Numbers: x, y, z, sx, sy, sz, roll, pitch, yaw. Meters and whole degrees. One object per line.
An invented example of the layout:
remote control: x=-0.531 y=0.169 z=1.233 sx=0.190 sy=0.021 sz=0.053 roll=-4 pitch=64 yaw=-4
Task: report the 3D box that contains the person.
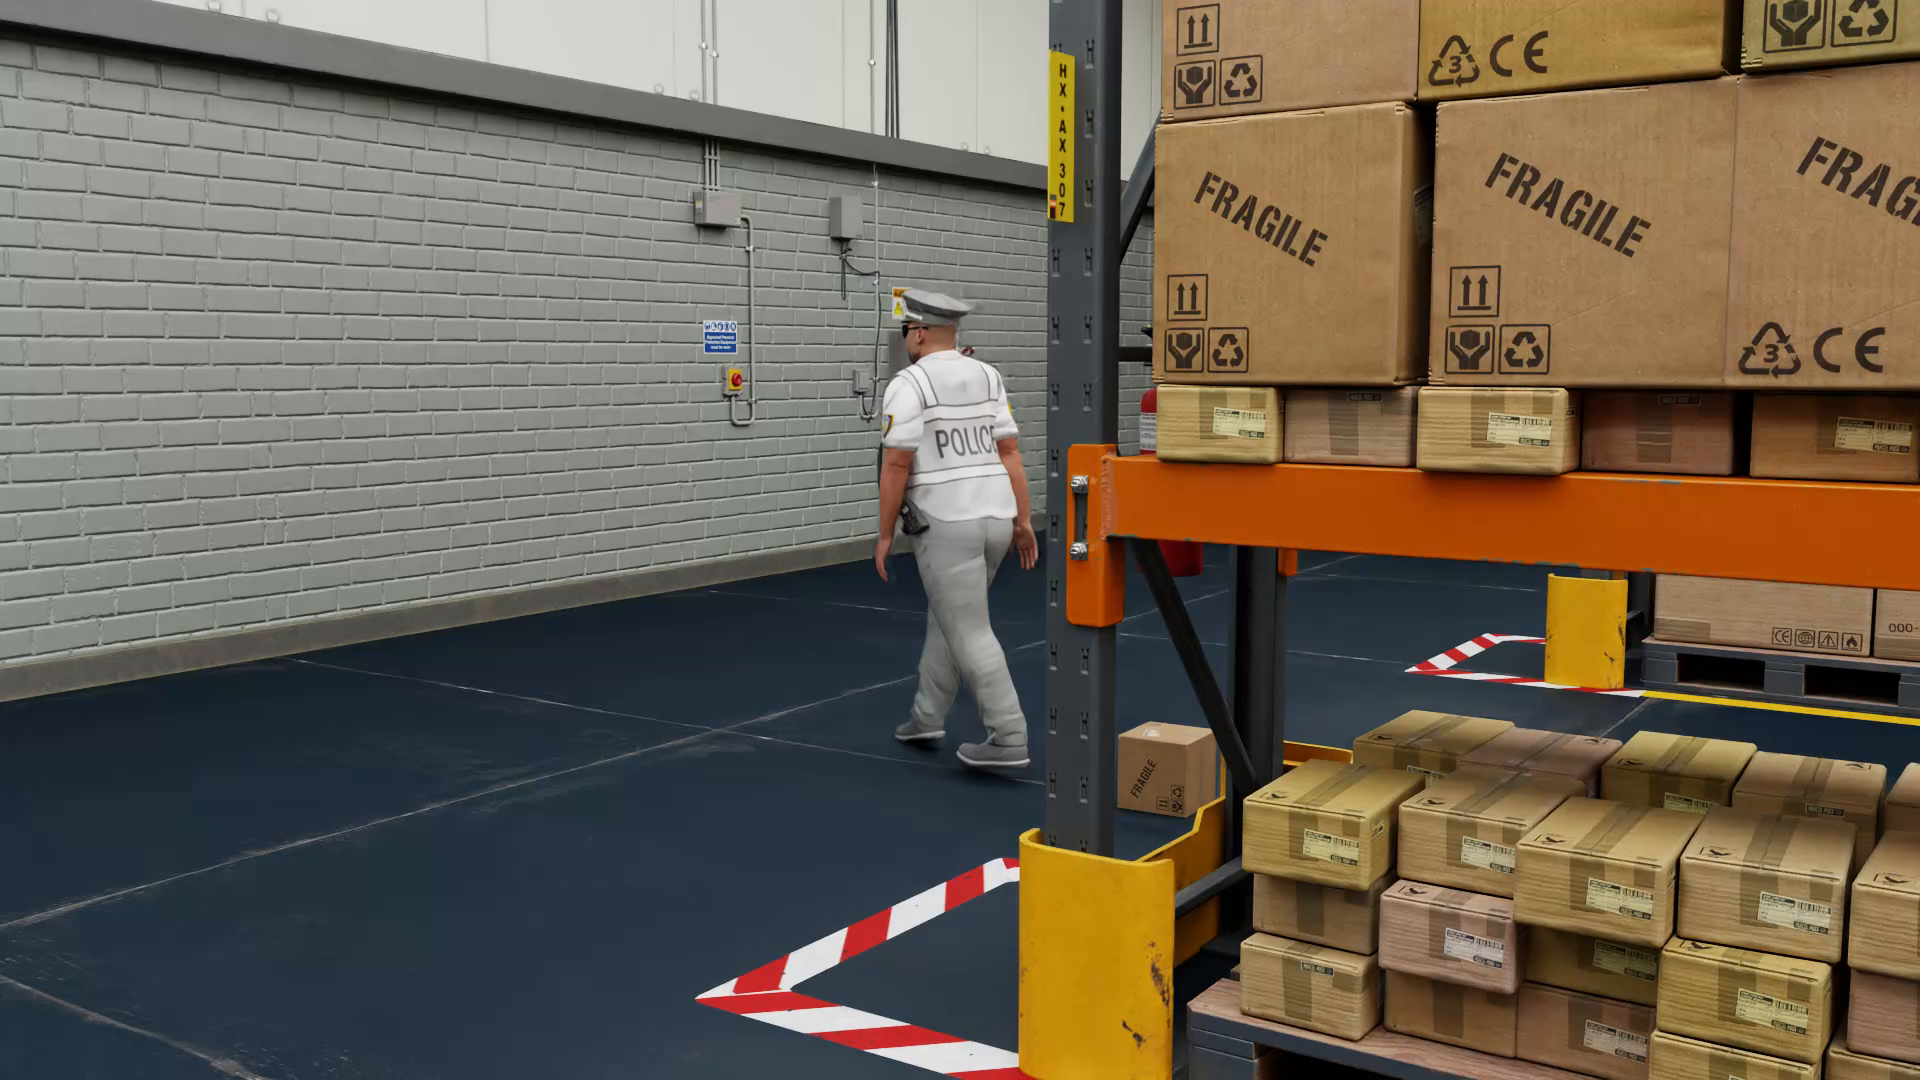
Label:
person: x=-0.062 y=-0.042 z=6.102 sx=0.853 sy=1.752 sz=0.569 roll=6 pitch=8 yaw=42
